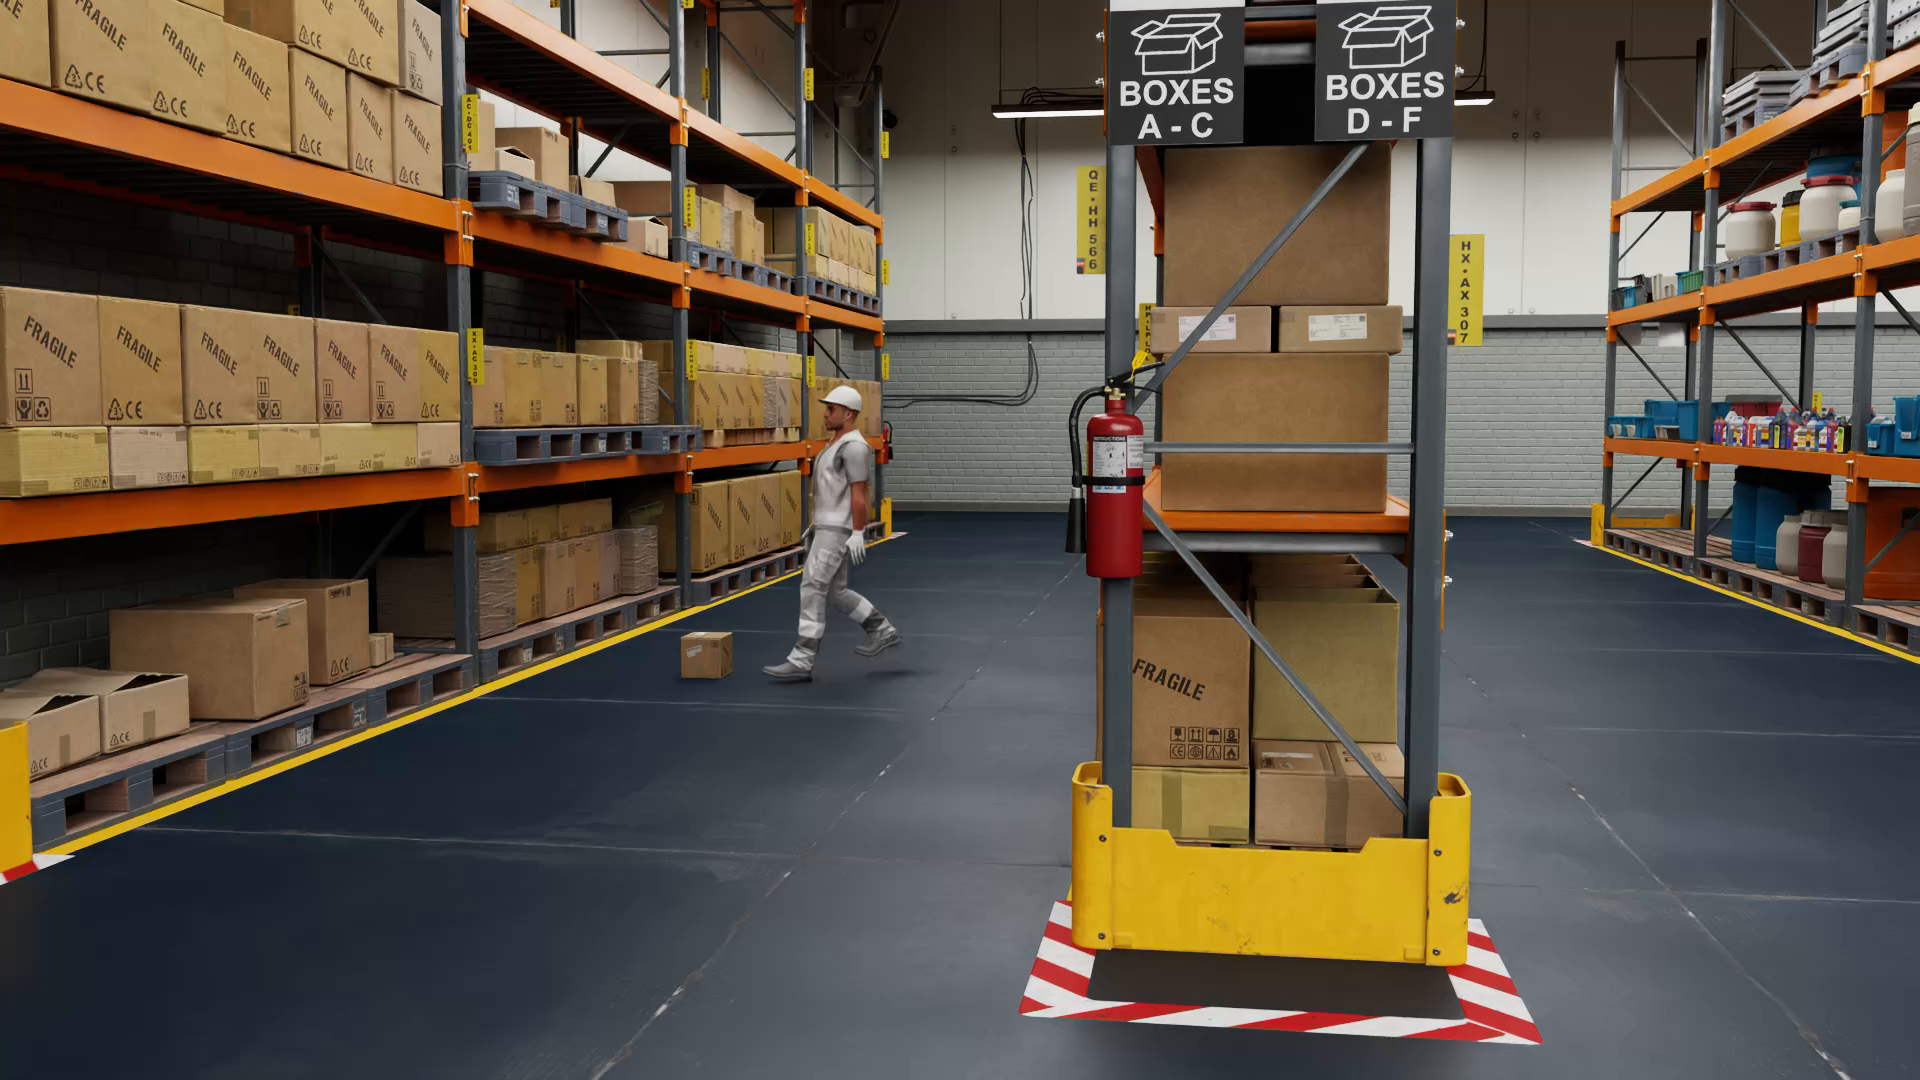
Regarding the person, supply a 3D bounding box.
[{"bbox_3d":[-0.781,-0.055,10.149,0.910,1.764,0.548,-1,5,-15],"label":"person"}]
